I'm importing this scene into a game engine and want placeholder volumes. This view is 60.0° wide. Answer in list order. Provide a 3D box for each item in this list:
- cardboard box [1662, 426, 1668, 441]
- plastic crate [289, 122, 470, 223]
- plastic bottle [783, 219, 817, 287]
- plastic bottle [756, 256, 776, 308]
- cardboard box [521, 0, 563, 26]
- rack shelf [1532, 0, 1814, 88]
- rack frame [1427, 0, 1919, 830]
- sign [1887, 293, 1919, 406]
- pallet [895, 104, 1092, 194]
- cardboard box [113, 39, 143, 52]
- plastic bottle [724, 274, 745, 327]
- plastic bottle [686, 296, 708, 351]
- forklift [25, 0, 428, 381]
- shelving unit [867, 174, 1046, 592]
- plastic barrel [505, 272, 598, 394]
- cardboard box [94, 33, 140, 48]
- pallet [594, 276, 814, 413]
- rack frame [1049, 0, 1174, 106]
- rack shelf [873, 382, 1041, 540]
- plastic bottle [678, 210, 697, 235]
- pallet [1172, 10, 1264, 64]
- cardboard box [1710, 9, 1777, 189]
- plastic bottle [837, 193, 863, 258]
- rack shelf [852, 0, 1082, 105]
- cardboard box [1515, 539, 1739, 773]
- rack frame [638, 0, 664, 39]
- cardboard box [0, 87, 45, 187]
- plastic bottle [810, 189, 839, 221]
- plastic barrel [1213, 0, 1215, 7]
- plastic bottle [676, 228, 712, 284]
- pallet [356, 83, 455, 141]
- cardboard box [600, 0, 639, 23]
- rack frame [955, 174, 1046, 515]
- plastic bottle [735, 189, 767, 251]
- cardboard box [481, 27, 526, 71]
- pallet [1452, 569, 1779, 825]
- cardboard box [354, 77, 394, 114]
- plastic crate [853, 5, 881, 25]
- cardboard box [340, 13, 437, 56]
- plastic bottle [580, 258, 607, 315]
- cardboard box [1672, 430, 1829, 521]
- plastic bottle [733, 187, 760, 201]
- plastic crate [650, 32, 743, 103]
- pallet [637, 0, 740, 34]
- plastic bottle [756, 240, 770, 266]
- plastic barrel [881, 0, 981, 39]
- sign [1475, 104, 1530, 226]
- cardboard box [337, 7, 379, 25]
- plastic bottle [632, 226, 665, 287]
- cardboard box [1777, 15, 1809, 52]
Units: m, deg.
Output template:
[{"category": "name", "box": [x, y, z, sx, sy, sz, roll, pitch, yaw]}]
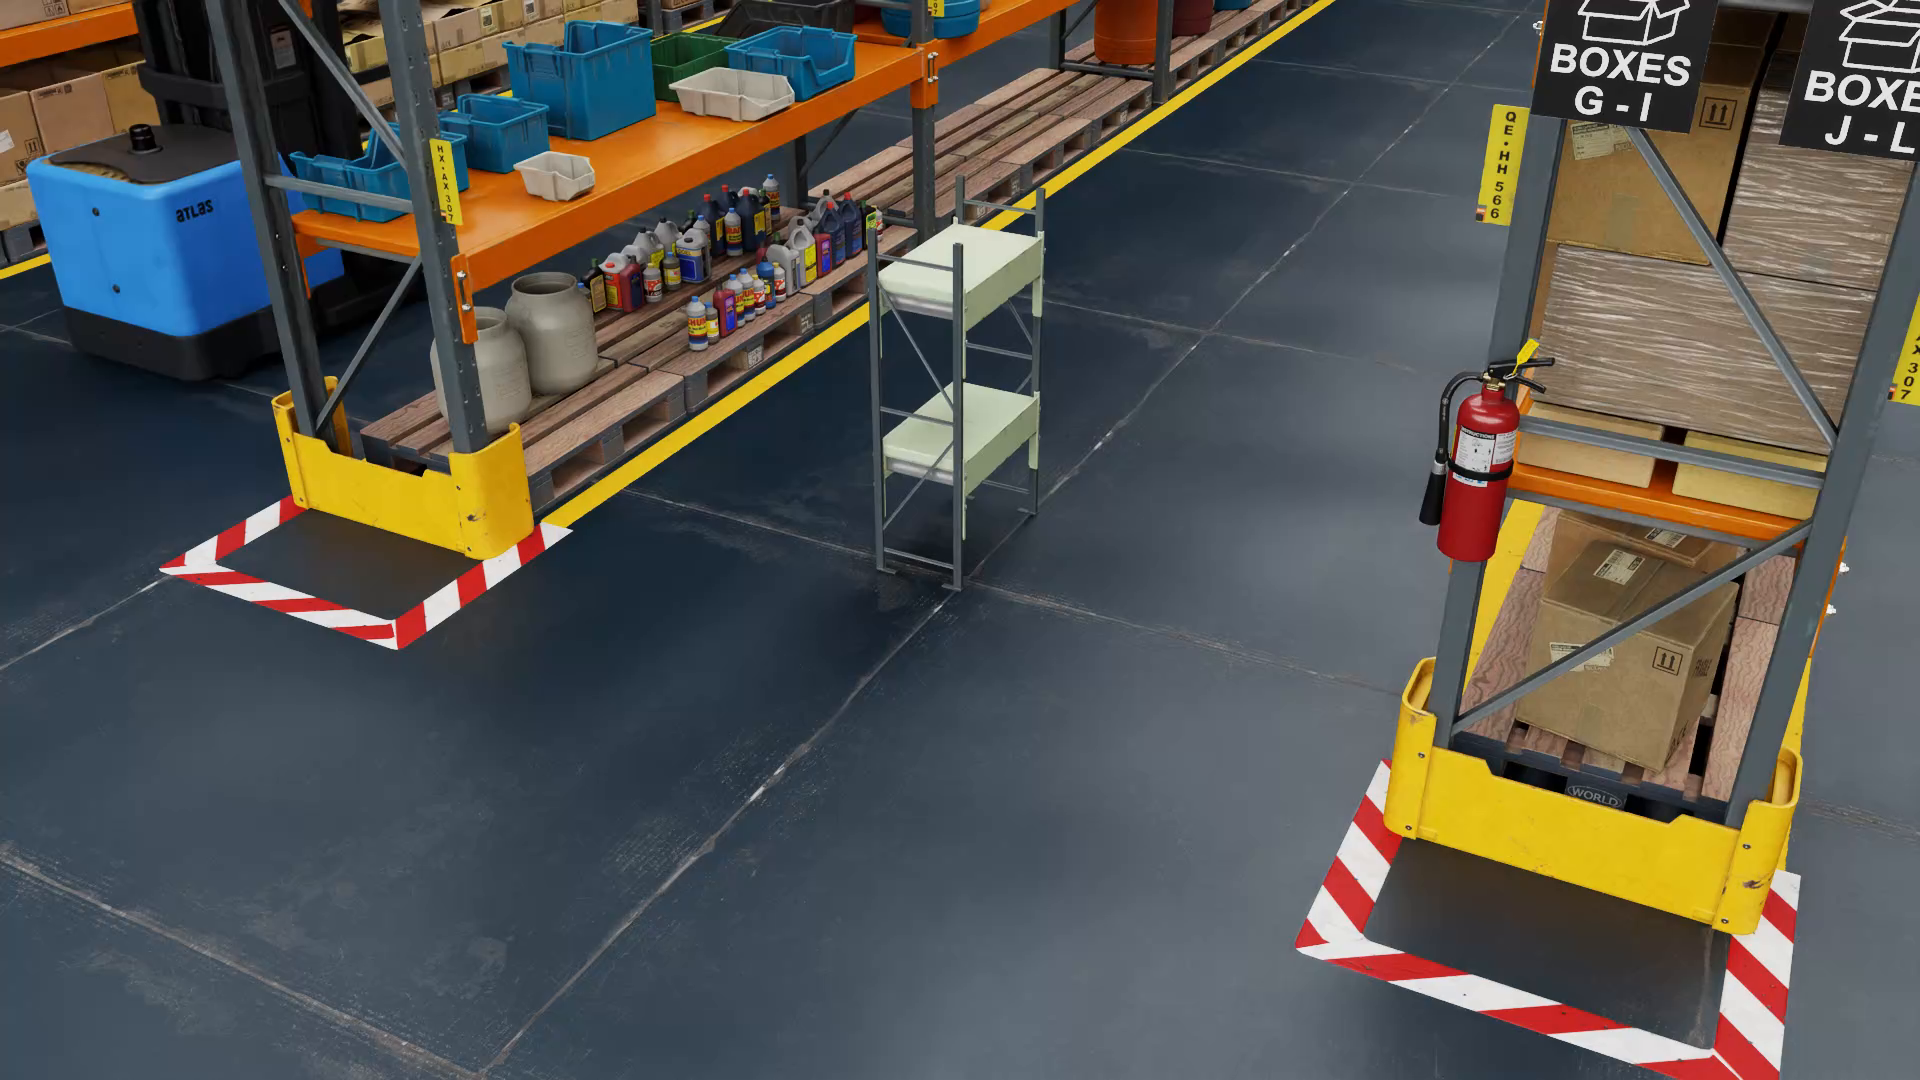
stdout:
[{"category": "cardboard box", "box": [2.026, -0.420, 5.222, 0.380, 0.149, 0.250, 14, 33, 23]}, {"category": "plastic crate", "box": [-2.482, -1.594, 7.163, 0.499, 0.251, 0.616, 14, 33, 23]}, {"category": "plastic bottle", "box": [-0.893, -1.605, 9.251, 0.144, 0.351, 0.185, 14, 33, 23]}, {"category": "plastic bottle", "box": [-1.046, -1.396, 8.966, 0.097, 0.271, 0.097, 0, 30, 0]}, {"category": "cardboard box", "box": [-3.690, -4.531, 13.904, 0.500, 0.311, 0.500, 14, 33, 23]}, {"category": "rack shelf", "box": [2.877, -2.121, 5.641, 1.077, 0.370, 4.000, 14, 33, 23]}, {"category": "rack frame", "box": [1.965, -0.245, 4.665, 1.000, 3.000, 0.127, 14, 33, 23]}, {"category": "sign", "box": [2.449, -0.498, 4.235, 0.100, 0.325, 0.005, 14, 33, 23]}, {"category": "pallet", "box": [0.256, -2.833, 11.971, 1.003, 0.211, 1.213, 14, 33, 23]}, {"category": "cardboard box", "box": [-5.284, -3.108, 11.237, 0.500, 0.500, 0.500, 14, 33, 23]}, {"category": "plastic bottle", "box": [-1.184, -1.262, 8.733, 0.097, 0.271, 0.097, 0, 30, 0]}, {"category": "plastic bottle", "box": [-1.340, -1.110, 8.468, 0.097, 0.271, 0.097, 0, 30, 0]}, {"category": "forklift", "box": [-3.623, -2.789, 9.163, 1.130, 2.935, 3.031, 15, 33, 25]}, {"category": "shelving unit", "box": [-0.003, -0.647, 6.871, 0.431, 1.500, 0.755, 14, 33, 23]}, {"category": "plastic barrel", "box": [-1.984, -1.004, 8.062, 0.421, 0.512, 0.421, 0, 30, 0]}, {"category": "cardboard box", "box": [-5.740, -3.225, 11.439, 0.500, 0.500, 0.500, 14, 33, 23]}, {"category": "pallet", "box": [-1.519, -1.102, 8.957, 1.003, 0.211, 1.213, 14, 33, 23]}, {"category": "rack frame", "box": [1.201, -4.915, 12.798, 1.000, 3.000, 0.127, 14, 33, 23]}, {"category": "rack shelf", "box": [-0.003, -0.365, 7.034, 0.431, 0.370, 0.720, 14, 33, 23]}, {"category": "plastic bottle", "box": [-1.557, -1.744, 9.561, 0.061, 0.283, 0.133, 16, 33, 25]}, {"category": "pallet", "box": [2.080, -4.604, 15.055, 1.003, 0.211, 1.213, 14, 33, 23]}, {"category": "cardboard box", "box": [2.219, -1.374, 5.228, 0.500, 0.500, 0.500, 14, 33, 23]}, {"category": "plastic bottle", "box": [-0.658, -1.833, 9.649, 0.144, 0.351, 0.185, 13, 32, 22]}, {"category": "rack shelf", "box": [0.290, -3.717, 11.433, 1.077, 0.370, 4.000, 14, 33, 23]}, {"category": "cardboard box", "box": [2.265, 0.383, 5.658, 0.500, 0.500, 0.500, 21, 36, 32]}, {"category": "rack frame", "box": [-3.207, -6.041, 14.757, 1.000, 3.000, 0.127, 14, 33, 23]}, {"category": "cardboard box", "box": [-5.967, -2.443, 10.079, 0.500, 0.500, 0.500, 14, 33, 23]}, {"category": "plastic bottle", "box": [-0.787, -1.866, 9.706, 0.144, 0.351, 0.185, 14, 33, 23]}, {"category": "plastic barrel", "box": [2.100, -5.011, 15.040, 0.421, 0.512, 0.421, 0, 30, 0]}, {"category": "plastic bottle", "box": [-1.495, -1.594, 9.306, 0.152, 0.276, 0.135, 14, 33, 23]}, {"category": "pallet", "box": [-4.728, -3.394, 12.948, 1.003, 0.211, 1.213, 14, 33, 23]}, {"category": "cardboard box", "box": [-3.230, -4.742, 14.835, 0.500, 0.250, 0.500, 15, 33, 24]}, {"category": "rack frame", "box": [0.164, -0.810, 7.154, 0.400, 1.500, 0.023, 14, 33, 23]}, {"category": "plastic bottle", "box": [-1.230, -1.888, 9.744, 0.144, 0.351, 0.185, 14, 33, 23]}, {"category": "cardboard box", "box": [-3.925, -4.062, 13.650, 0.500, 0.250, 0.500, 15, 33, 24]}, {"category": "pallet", "box": [2.402, 0.578, 6.031, 1.003, 0.211, 1.213, 14, 33, 23]}, {"category": "cardboard box", "box": [-4.625, -3.380, 12.463, 0.500, 0.250, 0.500, 13, 33, 22]}, {"category": "plastic crate", "box": [-0.673, -3.454, 10.188, 0.402, 0.464, 0.583, 14, 33, 23]}, {"category": "cardboard box", "box": [-4.387, -3.848, 12.715, 0.500, 0.311, 0.500, 14, 33, 23]}, {"category": "plastic bottle", "box": [-1.960, -1.351, 8.877, 0.061, 0.283, 0.133, 15, 33, 24]}, {"category": "cardboard box", "box": [2.308, -0.209, 4.854, 0.380, 0.149, 0.250, 14, 33, 23]}, {"category": "plastic bottle", "box": [-1.280, -1.961, 9.945, 0.152, 0.276, 0.135, 16, 33, 25]}, {"category": "plastic crate", "box": [-1.491, -2.513, 8.826, 0.450, 0.188, 0.662, 14, 33, 23]}, {"category": "pallet", "box": [-2.833, -5.154, 16.013, 1.003, 0.211, 1.213, 14, 33, 23]}, {"category": "plastic bottle", "box": [-1.066, -1.529, 9.186, 0.061, 0.283, 0.133, 14, 33, 23]}, {"category": "plastic barrel", "box": [-0.176, -3.462, 9.763, 0.600, 0.901, 0.708, 14, 33, 23]}, {"category": "sign", "box": [1.480, -1.019, 4.533, 0.100, 0.325, 0.005, 14, 33, 23]}, {"category": "cardboard box", "box": [-4.869, -3.977, 12.940, 0.500, 0.311, 0.500, 15, 33, 25]}, {"category": "plastic bottle", "box": [-1.723, -1.566, 9.183, 0.144, 0.351, 0.185, 16, 33, 25]}, {"category": "cardboard box", "box": [2.693, -1.253, 5.017, 0.500, 0.500, 0.500, 14, 33, 23]}]
